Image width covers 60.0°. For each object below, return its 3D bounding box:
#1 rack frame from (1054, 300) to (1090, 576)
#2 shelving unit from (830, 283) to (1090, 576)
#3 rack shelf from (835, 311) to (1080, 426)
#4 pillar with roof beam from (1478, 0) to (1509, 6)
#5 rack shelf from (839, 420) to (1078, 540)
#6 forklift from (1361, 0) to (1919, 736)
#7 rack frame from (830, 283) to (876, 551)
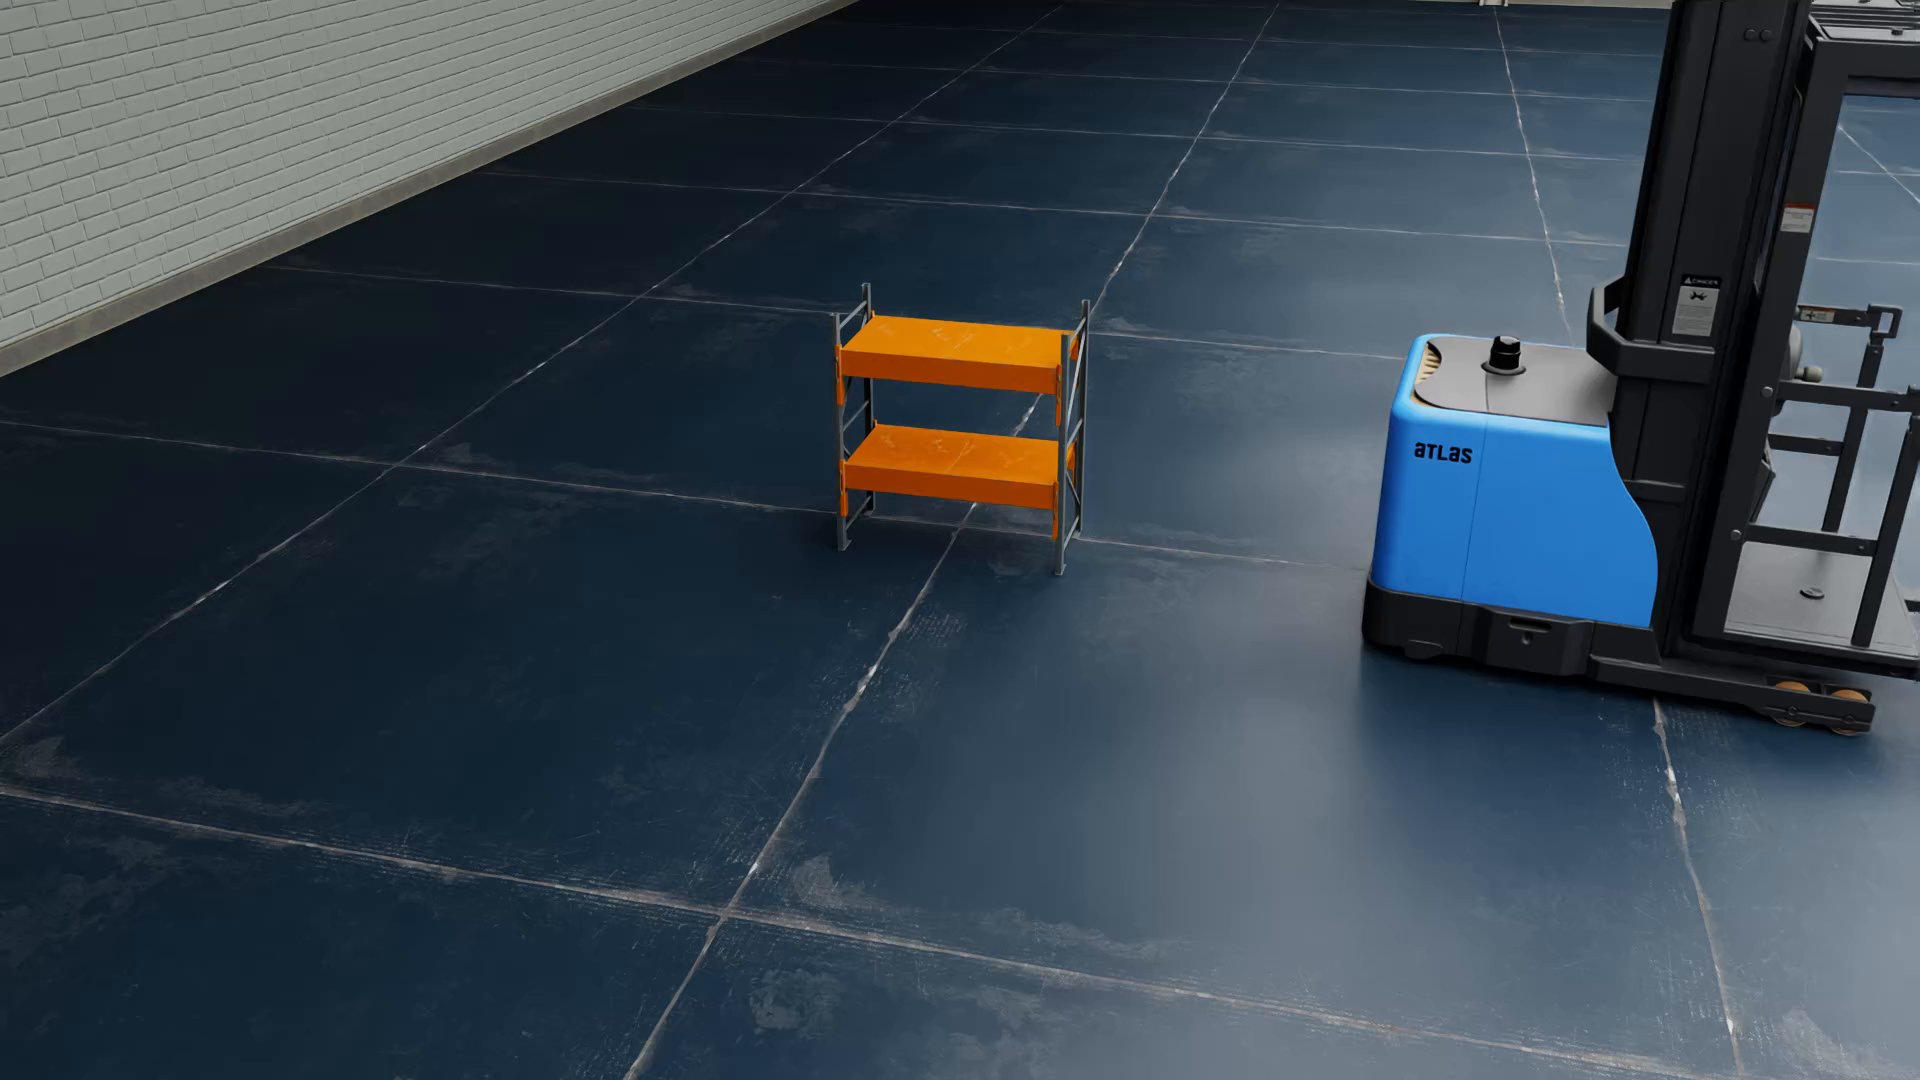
[{"bbox_3d":[0.499,-0.453,7.392,0.032,1.125,0.500,6,26,13],"label":"rack frame"},{"bbox_3d":[0.007,-0.507,7.507,1.048,1.125,0.538,6,26,13],"label":"shelving unit"},{"bbox_3d":[0.007,-0.771,7.381,1.000,0.278,0.538,6,26,13],"label":"rack shelf"},{"bbox_3d":[6.617,-10.000,18.286,0.400,9.000,9.100,6,26,13],"label":"pillar with roof beam"},{"bbox_3d":[0.007,-0.286,7.612,1.000,0.278,0.538,6,26,13],"label":"rack shelf"},{"bbox_3d":[3.214,-0.850,6.126,3.031,2.935,1.130,8,27,17],"label":"forklift"},{"bbox_3d":[-0.486,-0.562,7.621,0.032,1.125,0.500,6,26,13],"label":"rack frame"}]
